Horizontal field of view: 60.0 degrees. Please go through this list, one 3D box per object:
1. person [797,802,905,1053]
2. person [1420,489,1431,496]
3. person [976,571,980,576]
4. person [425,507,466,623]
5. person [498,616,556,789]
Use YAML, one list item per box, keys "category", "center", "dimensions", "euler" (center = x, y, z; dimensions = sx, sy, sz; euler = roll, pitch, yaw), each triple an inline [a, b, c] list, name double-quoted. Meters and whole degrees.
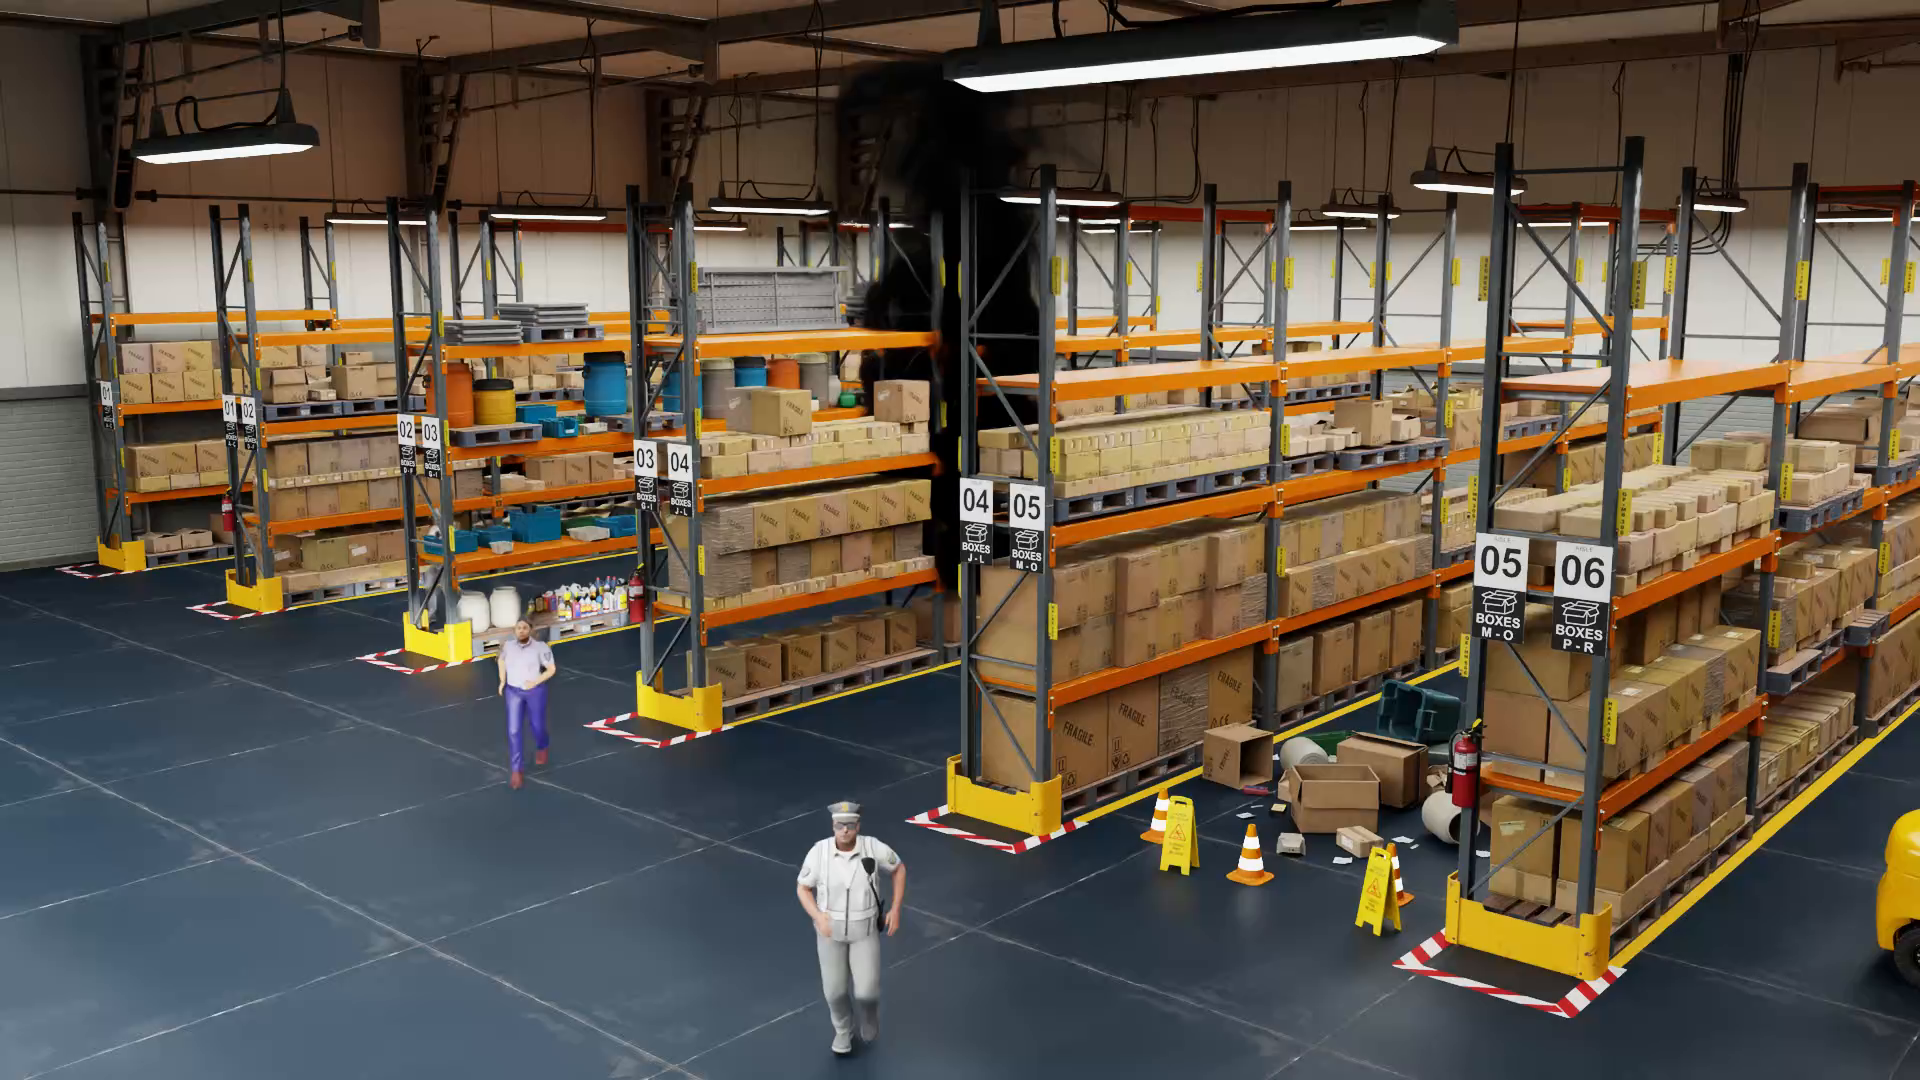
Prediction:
- category: "person"
  center: [-0.707, 2.528, 10.795]
  dimensions: [0.706, 1.735, 0.608]
  euler: [0, 9, -2]
- category: "person"
  center: [7.307, 0.038, 25.971]
  dimensions: [0.619, 1.699, 0.675]
  euler: [-8, 12, -40]
- category: "person"
  center: [0.212, 0.056, 25.790]
  dimensions: [0.591, 1.694, 0.835]
  euler: [7, 12, 36]
- category: "person"
  center: [-7.503, 0.337, 24.128]
  dimensions: [0.642, 1.671, 0.876]
  euler: [7, 12, 37]
- category: "person"
  center: [-4.380, 1.586, 16.820]
  dimensions: [0.614, 1.672, 0.868]
  euler: [0, 9, -2]
